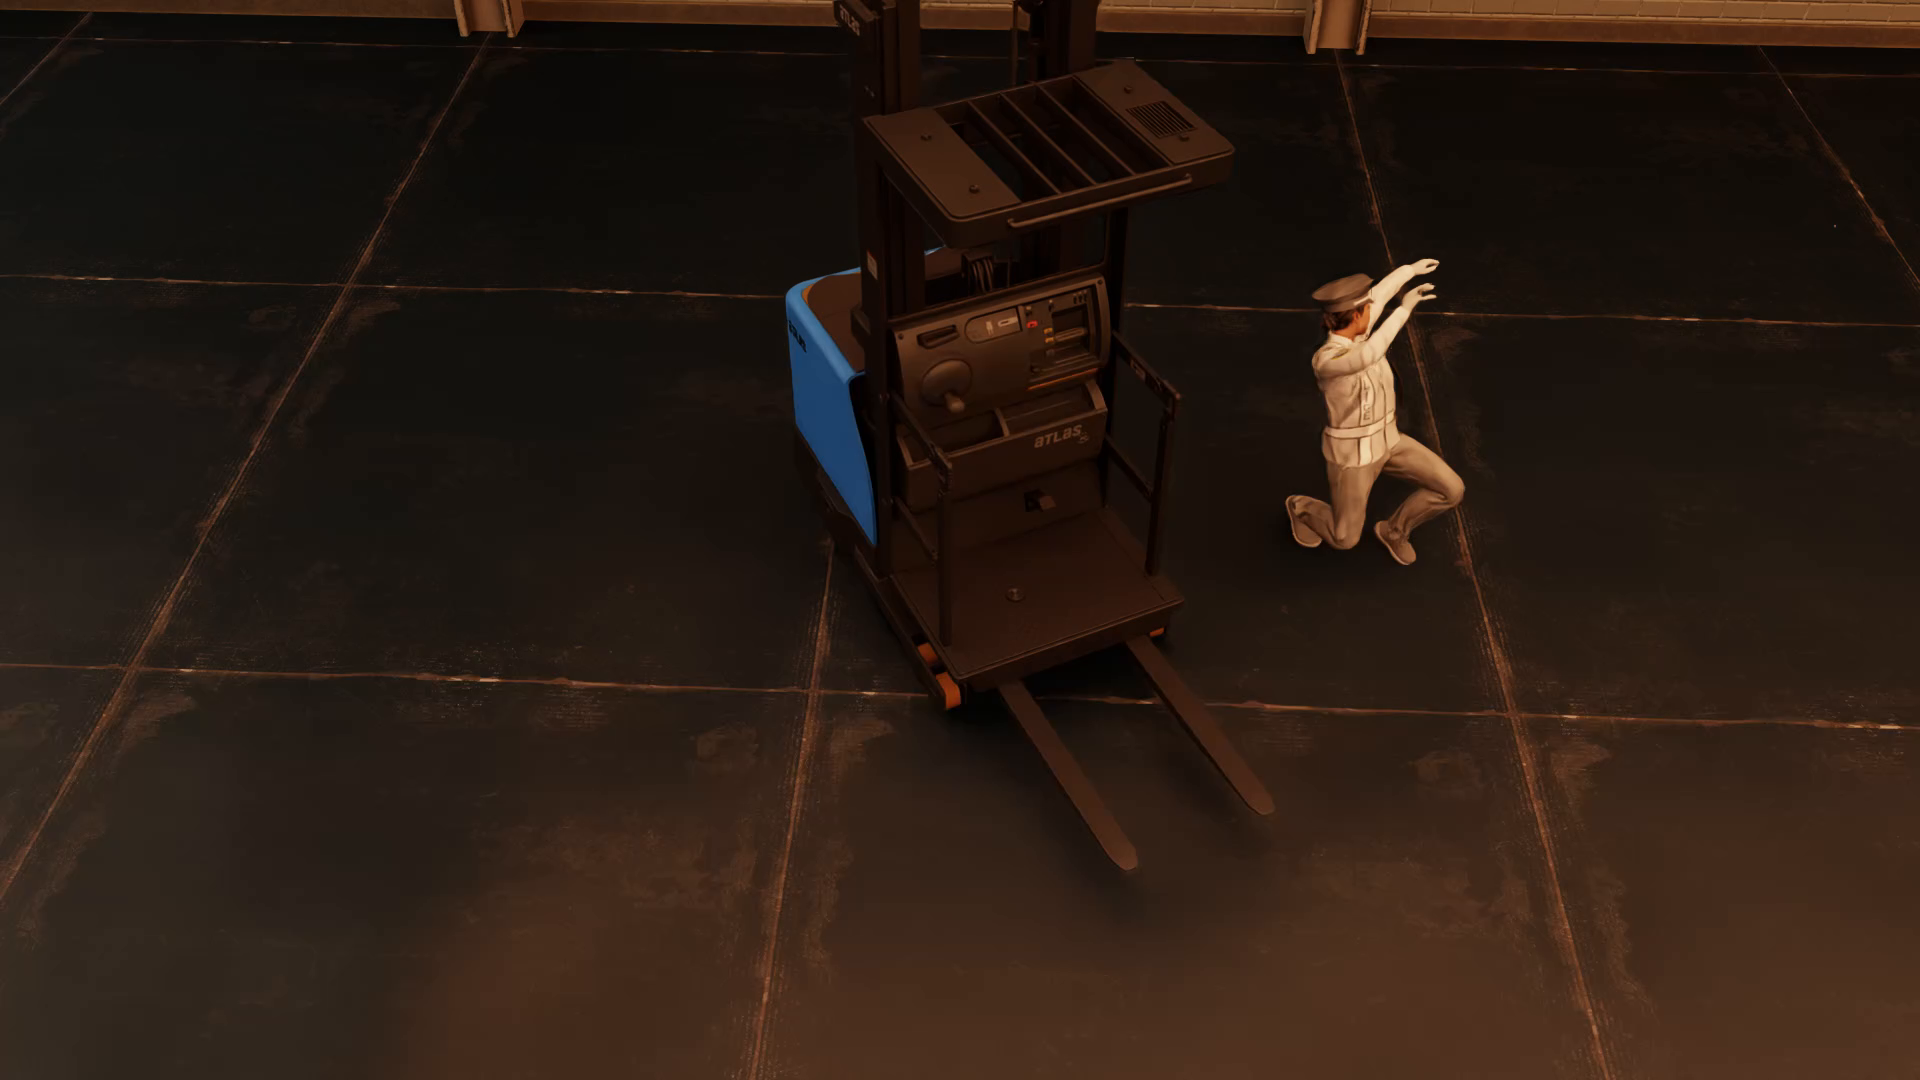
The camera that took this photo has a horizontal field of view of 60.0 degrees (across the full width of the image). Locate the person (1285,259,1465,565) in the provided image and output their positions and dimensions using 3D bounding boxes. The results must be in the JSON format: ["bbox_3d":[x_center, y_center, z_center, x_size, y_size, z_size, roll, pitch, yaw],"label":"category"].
[{"bbox_3d":[1.994,-0.592,7.477,0.826,1.509,1.014,33,52,31],"label":"person"}]

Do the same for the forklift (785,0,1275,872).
[{"bbox_3d":[0.272,-0.695,6.504,1.130,2.935,3.031,-18,45,-18],"label":"forklift"}]
